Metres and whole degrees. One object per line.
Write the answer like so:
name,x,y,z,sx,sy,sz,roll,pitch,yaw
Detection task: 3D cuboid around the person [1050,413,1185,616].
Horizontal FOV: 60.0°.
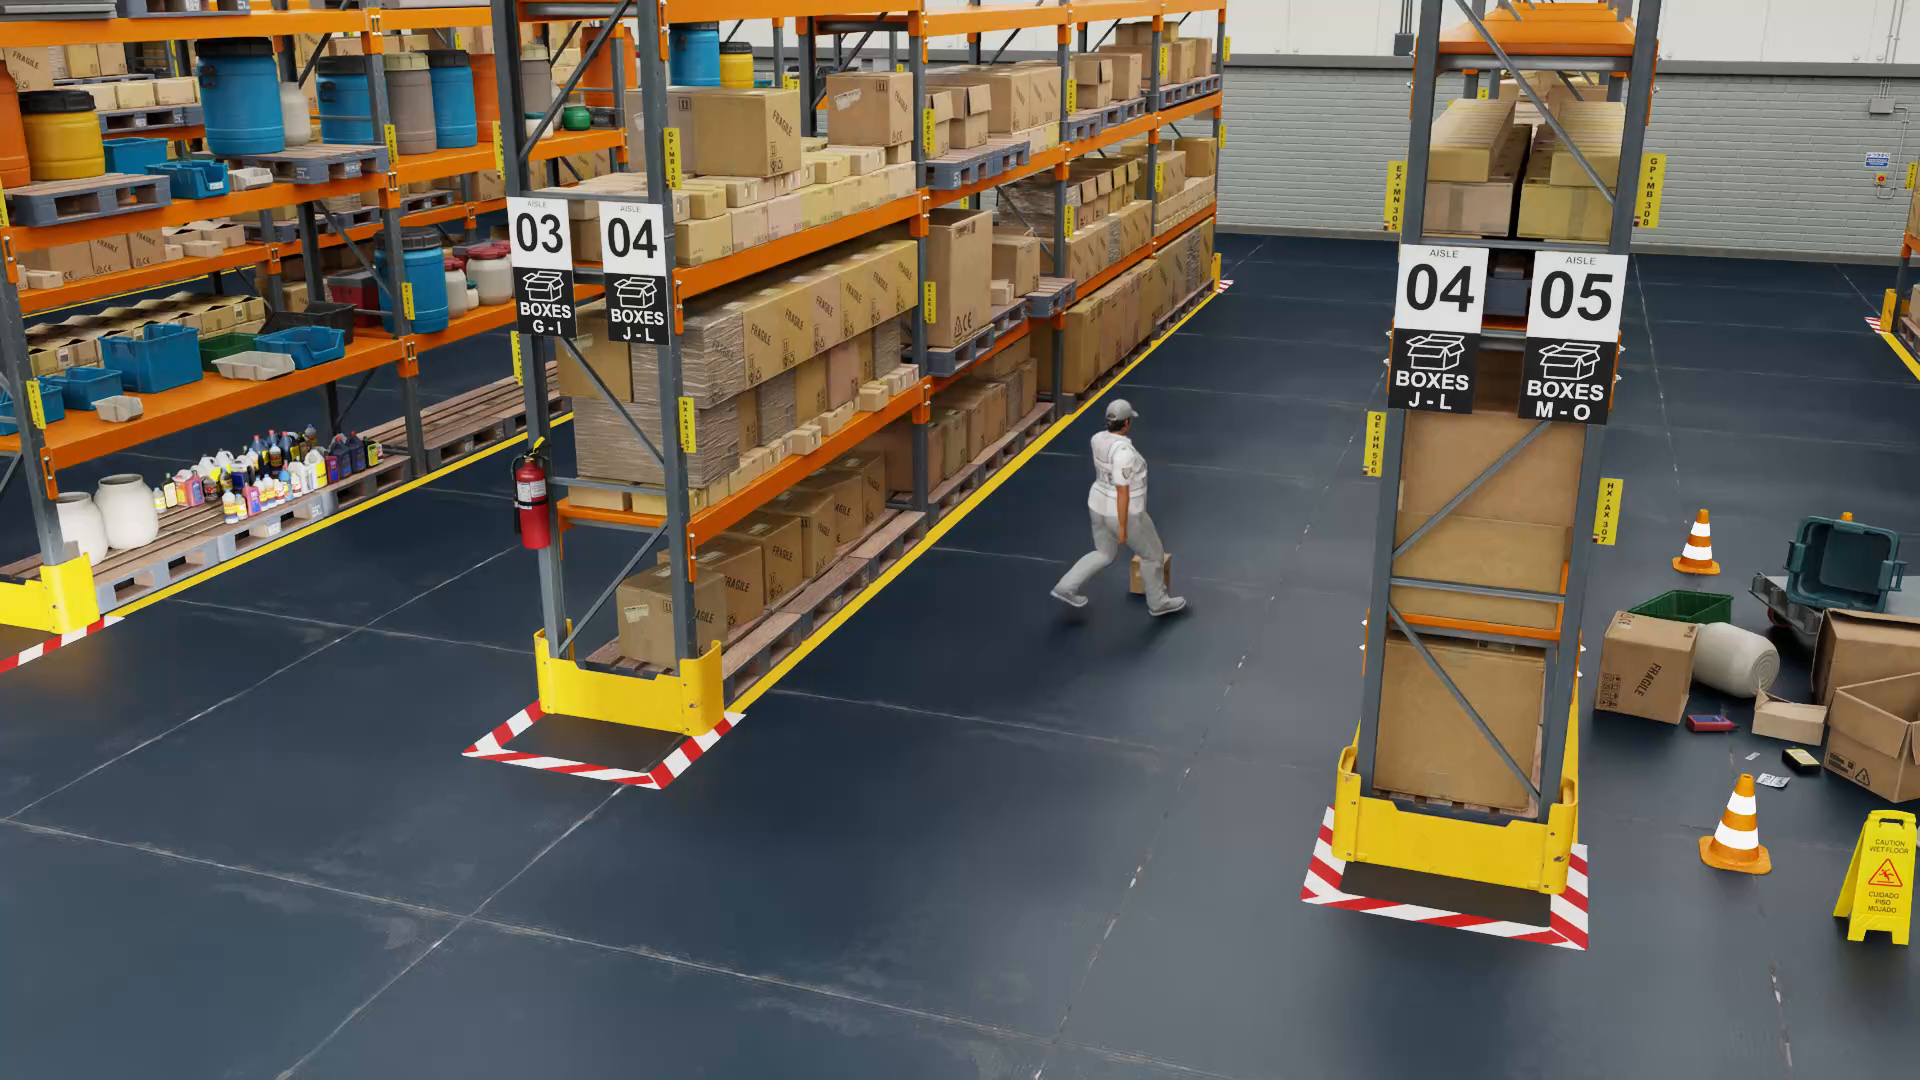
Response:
person,1.159,-0.217,11.772,0.965,1.590,0.493,-9,21,-24
